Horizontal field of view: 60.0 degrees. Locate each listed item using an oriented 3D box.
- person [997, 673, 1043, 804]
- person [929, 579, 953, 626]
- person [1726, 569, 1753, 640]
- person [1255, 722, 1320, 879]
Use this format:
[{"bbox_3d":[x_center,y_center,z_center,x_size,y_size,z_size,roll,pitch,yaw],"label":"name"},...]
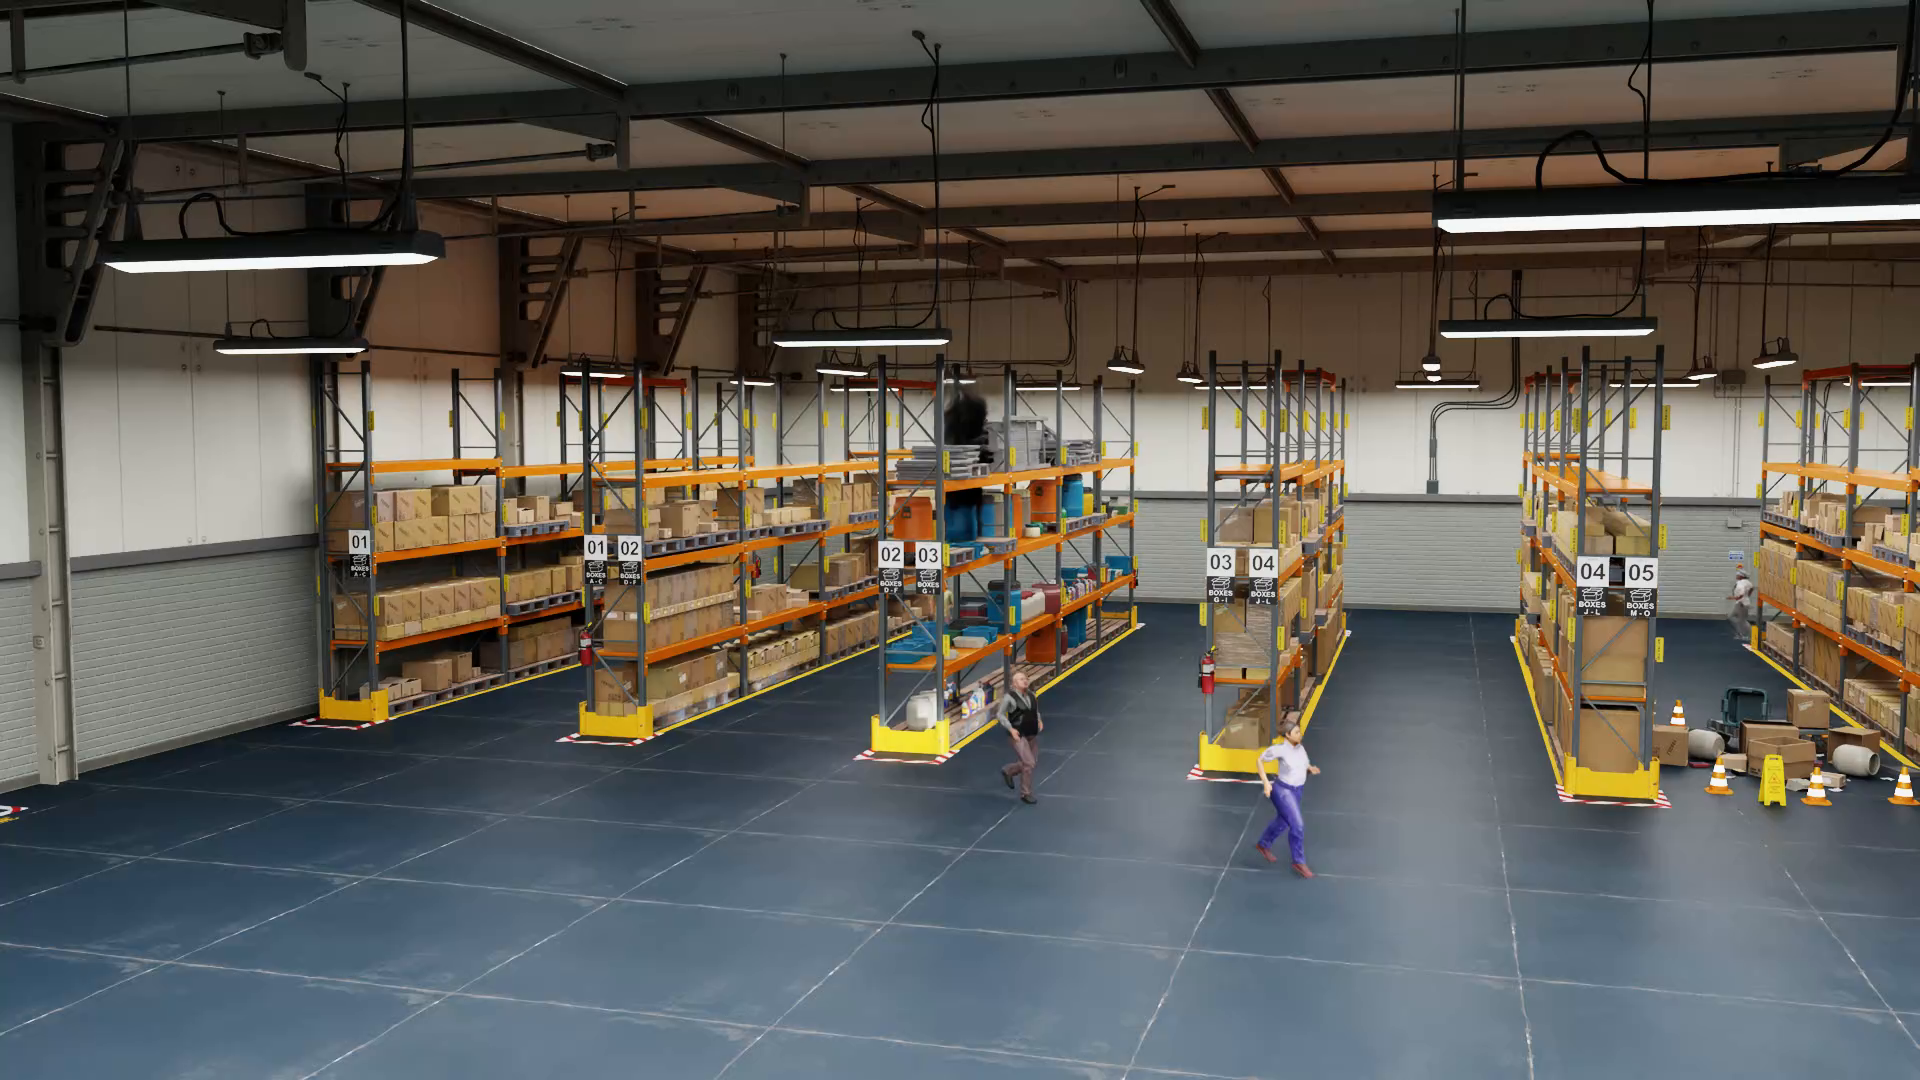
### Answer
[{"bbox_3d":[0.791,2.596,21.992,0.659,1.708,0.686,-4,5,-42],"label":"person"},{"bbox_3d":[-0.382,1.639,35.612,0.567,1.624,0.564,0,4,2],"label":"person"},{"bbox_3d":[17.765,1.486,37.820,0.643,1.680,0.621,2,5,25],"label":"person"},{"bbox_3d":[3.619,2.851,18.486,0.855,1.694,0.580,4,6,43],"label":"person"}]
